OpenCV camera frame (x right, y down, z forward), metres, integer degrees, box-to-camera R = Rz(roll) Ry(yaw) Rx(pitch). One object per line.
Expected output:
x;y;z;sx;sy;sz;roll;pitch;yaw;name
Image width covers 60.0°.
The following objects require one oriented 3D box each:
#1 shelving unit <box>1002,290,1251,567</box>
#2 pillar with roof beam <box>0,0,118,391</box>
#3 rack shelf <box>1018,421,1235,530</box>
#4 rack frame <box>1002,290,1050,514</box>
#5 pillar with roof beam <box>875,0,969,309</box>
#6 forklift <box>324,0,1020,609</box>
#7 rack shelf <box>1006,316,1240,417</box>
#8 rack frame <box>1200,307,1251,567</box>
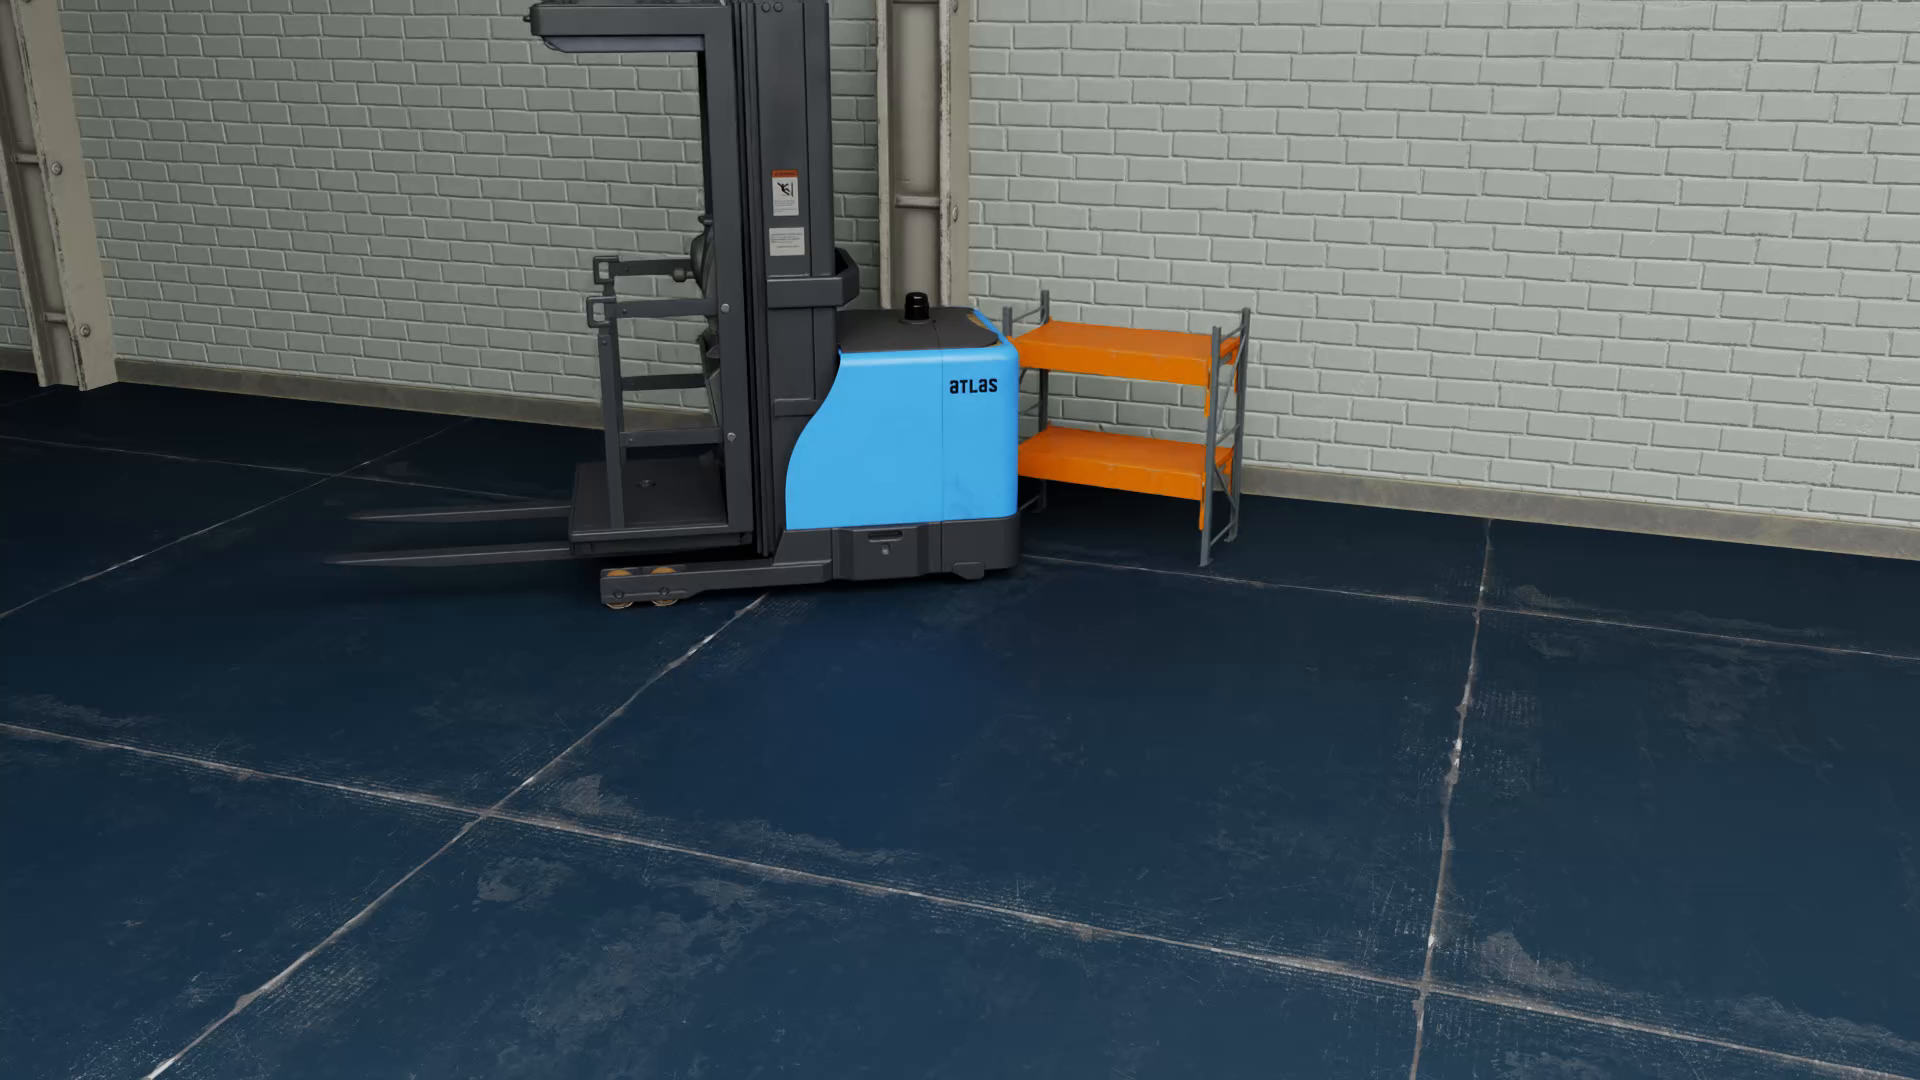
0.779;-0.554;7.957;1.048;1.125;0.538;9;21;24;shelving unit
-7.270;-3.955;5.752;0.400;9.000;9.100;7;20;18;pillar with roof beam
0.779;-0.323;8.037;1.000;0.278;0.538;9;21;24;rack shelf
0.320;-0.627;8.165;0.032;1.125;0.500;9;21;24;rack frame
-1.602;-3.307;3.892;0.400;9.000;9.100;7;20;18;pillar with roof beam
-1.294;-1.273;7.275;3.031;2.935;1.130;-3;20;-10;forklift
0.779;-0.831;7.861;1.000;0.278;0.538;9;21;24;rack shelf
1.237;-0.482;7.749;0.032;1.125;0.500;9;21;24;rack frame
